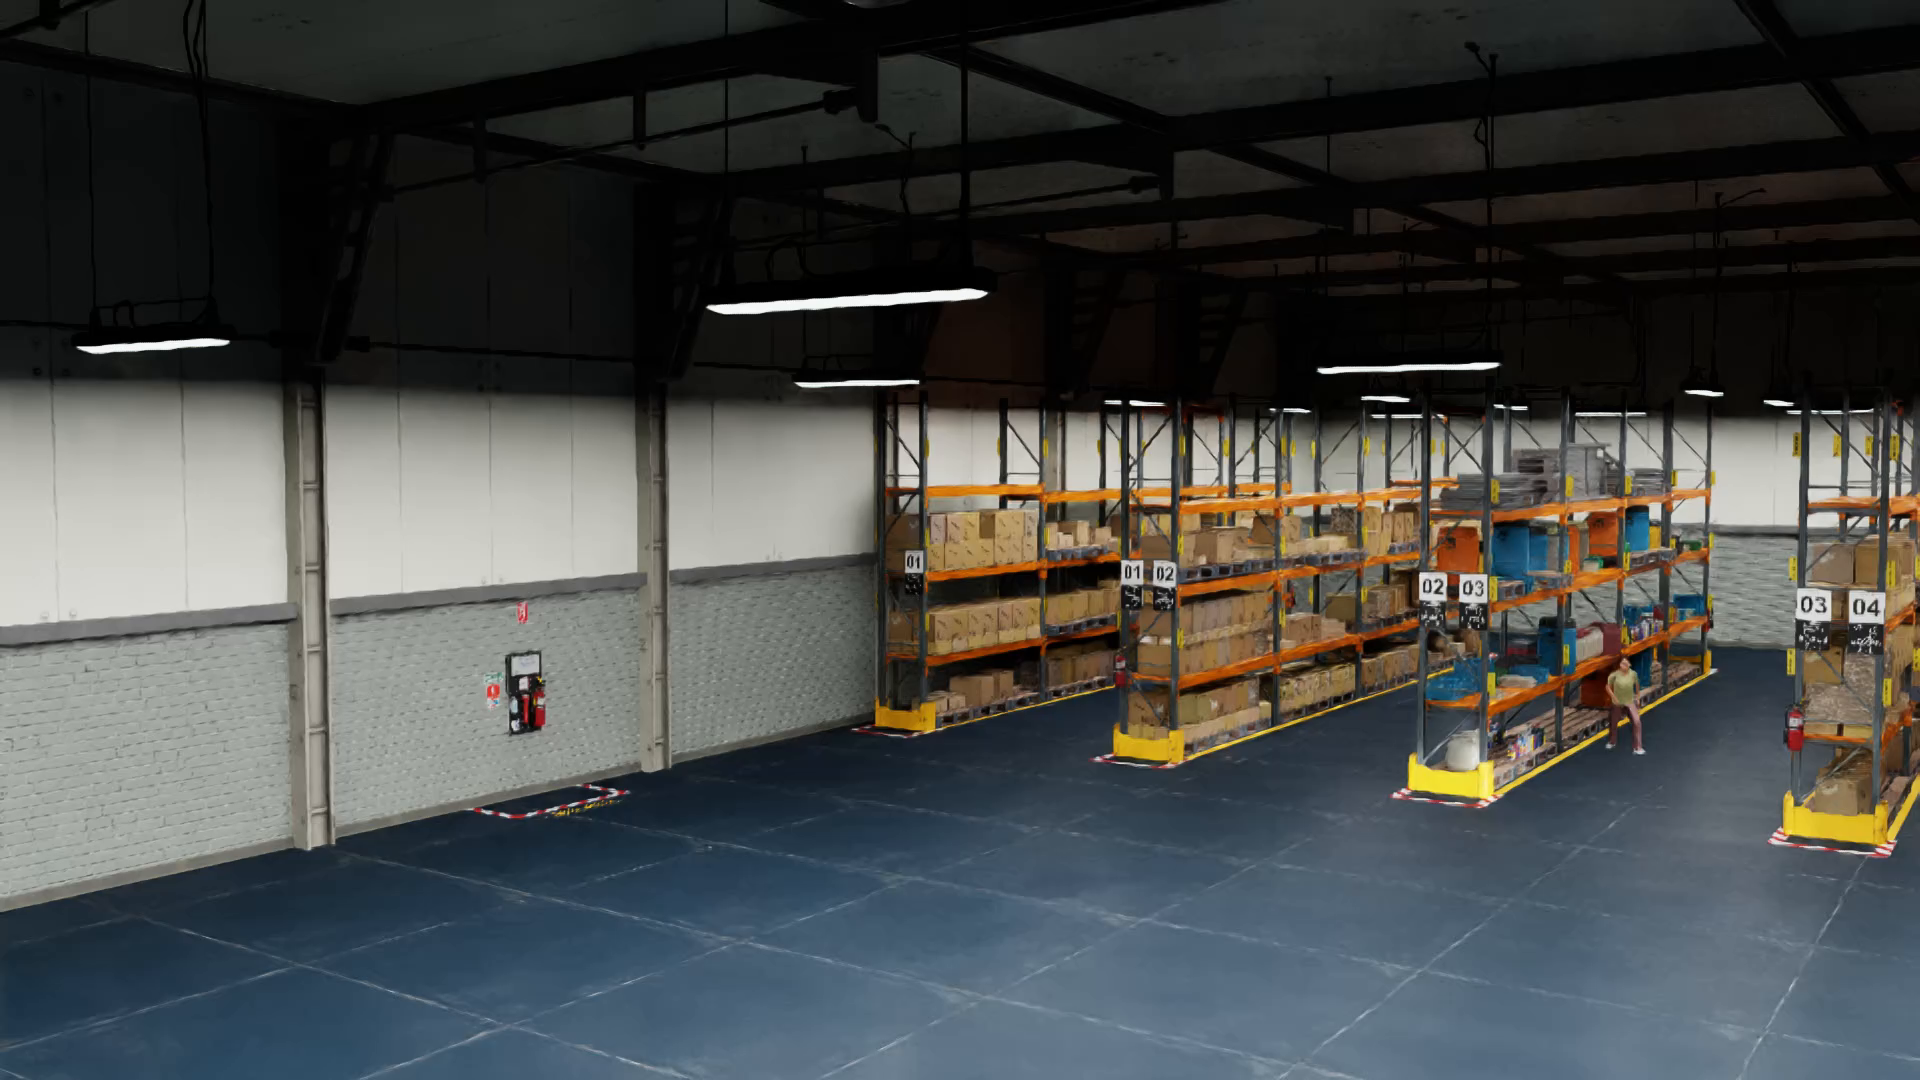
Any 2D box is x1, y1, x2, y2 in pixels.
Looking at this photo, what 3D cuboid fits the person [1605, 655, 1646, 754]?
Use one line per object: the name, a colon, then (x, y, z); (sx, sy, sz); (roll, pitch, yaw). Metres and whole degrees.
person: (10.917, 2.672, 27.328); (0.615, 1.602, 0.811); (1, 3, 15)
